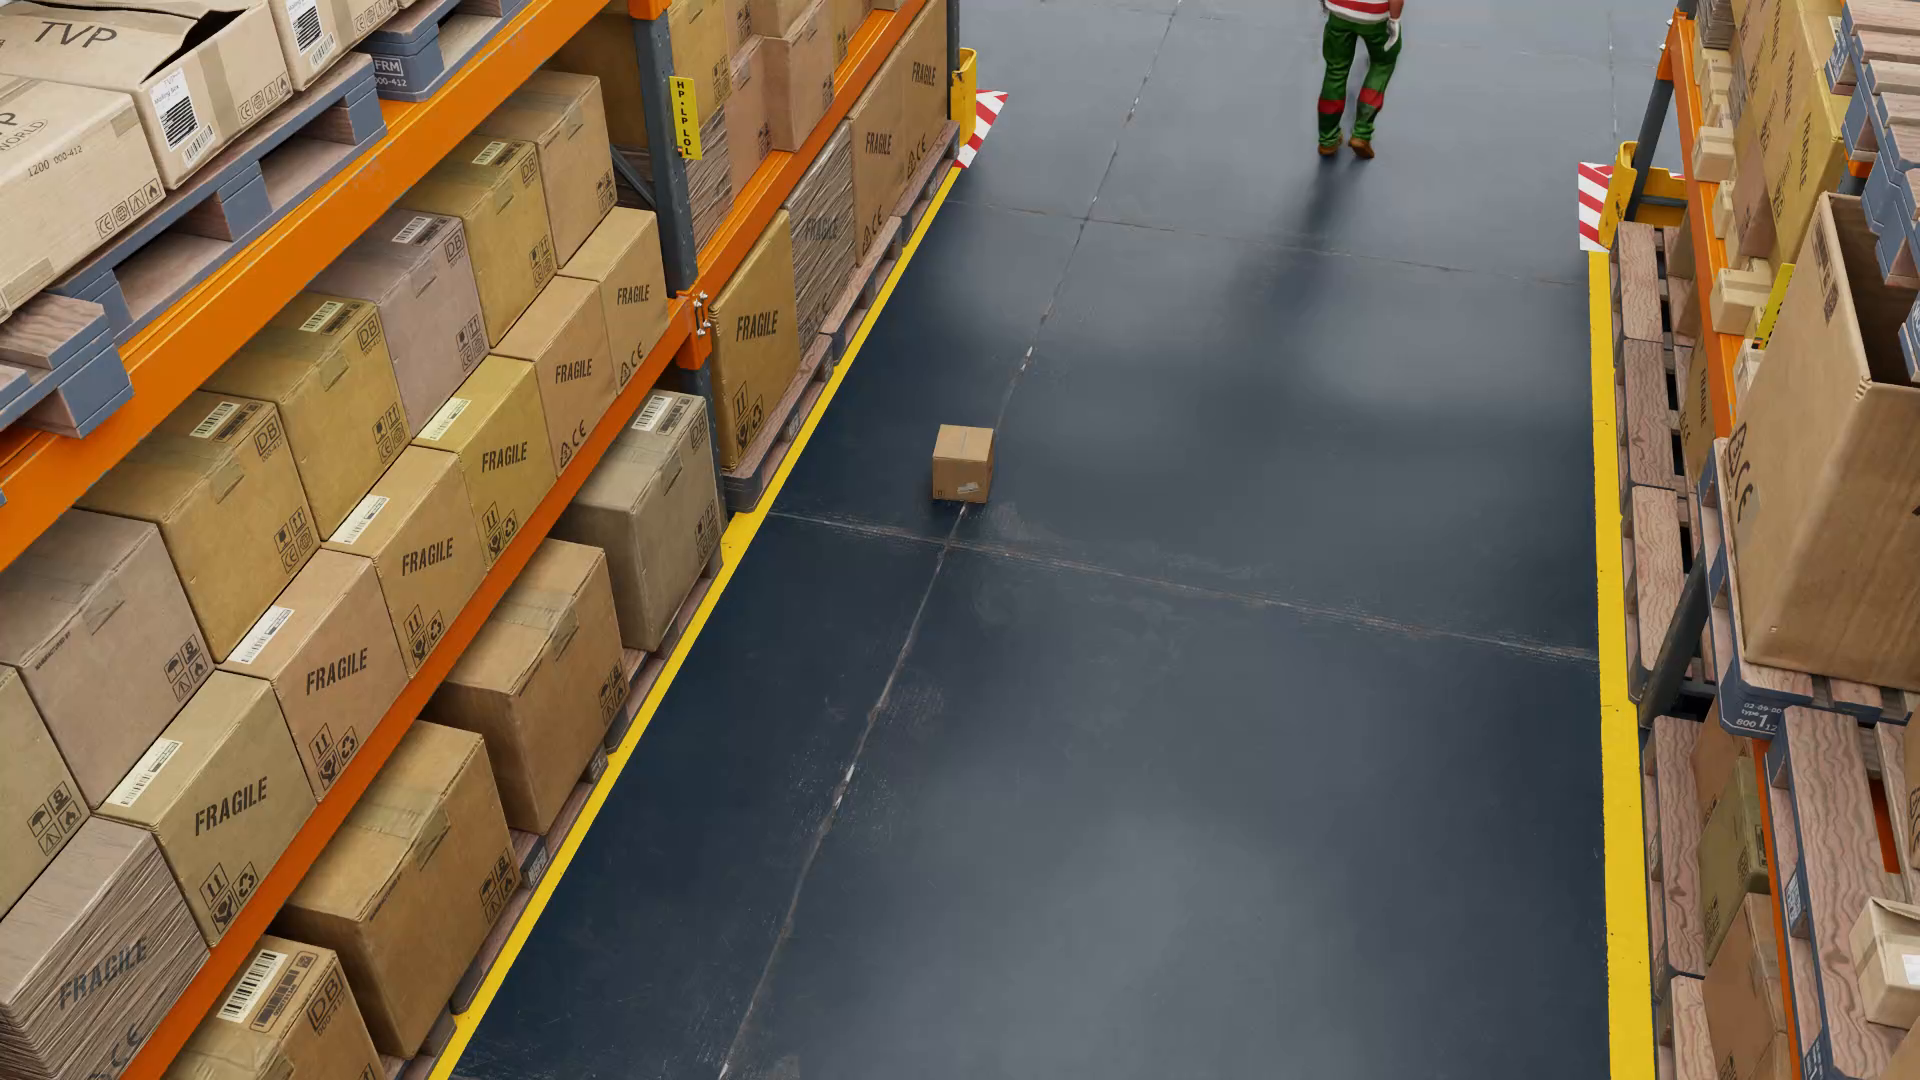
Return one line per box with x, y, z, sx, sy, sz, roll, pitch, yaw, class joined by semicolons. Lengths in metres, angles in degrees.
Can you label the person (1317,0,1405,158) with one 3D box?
2.339;-3.078;9.728;0.558;1.846;0.429;21;45;22;person
